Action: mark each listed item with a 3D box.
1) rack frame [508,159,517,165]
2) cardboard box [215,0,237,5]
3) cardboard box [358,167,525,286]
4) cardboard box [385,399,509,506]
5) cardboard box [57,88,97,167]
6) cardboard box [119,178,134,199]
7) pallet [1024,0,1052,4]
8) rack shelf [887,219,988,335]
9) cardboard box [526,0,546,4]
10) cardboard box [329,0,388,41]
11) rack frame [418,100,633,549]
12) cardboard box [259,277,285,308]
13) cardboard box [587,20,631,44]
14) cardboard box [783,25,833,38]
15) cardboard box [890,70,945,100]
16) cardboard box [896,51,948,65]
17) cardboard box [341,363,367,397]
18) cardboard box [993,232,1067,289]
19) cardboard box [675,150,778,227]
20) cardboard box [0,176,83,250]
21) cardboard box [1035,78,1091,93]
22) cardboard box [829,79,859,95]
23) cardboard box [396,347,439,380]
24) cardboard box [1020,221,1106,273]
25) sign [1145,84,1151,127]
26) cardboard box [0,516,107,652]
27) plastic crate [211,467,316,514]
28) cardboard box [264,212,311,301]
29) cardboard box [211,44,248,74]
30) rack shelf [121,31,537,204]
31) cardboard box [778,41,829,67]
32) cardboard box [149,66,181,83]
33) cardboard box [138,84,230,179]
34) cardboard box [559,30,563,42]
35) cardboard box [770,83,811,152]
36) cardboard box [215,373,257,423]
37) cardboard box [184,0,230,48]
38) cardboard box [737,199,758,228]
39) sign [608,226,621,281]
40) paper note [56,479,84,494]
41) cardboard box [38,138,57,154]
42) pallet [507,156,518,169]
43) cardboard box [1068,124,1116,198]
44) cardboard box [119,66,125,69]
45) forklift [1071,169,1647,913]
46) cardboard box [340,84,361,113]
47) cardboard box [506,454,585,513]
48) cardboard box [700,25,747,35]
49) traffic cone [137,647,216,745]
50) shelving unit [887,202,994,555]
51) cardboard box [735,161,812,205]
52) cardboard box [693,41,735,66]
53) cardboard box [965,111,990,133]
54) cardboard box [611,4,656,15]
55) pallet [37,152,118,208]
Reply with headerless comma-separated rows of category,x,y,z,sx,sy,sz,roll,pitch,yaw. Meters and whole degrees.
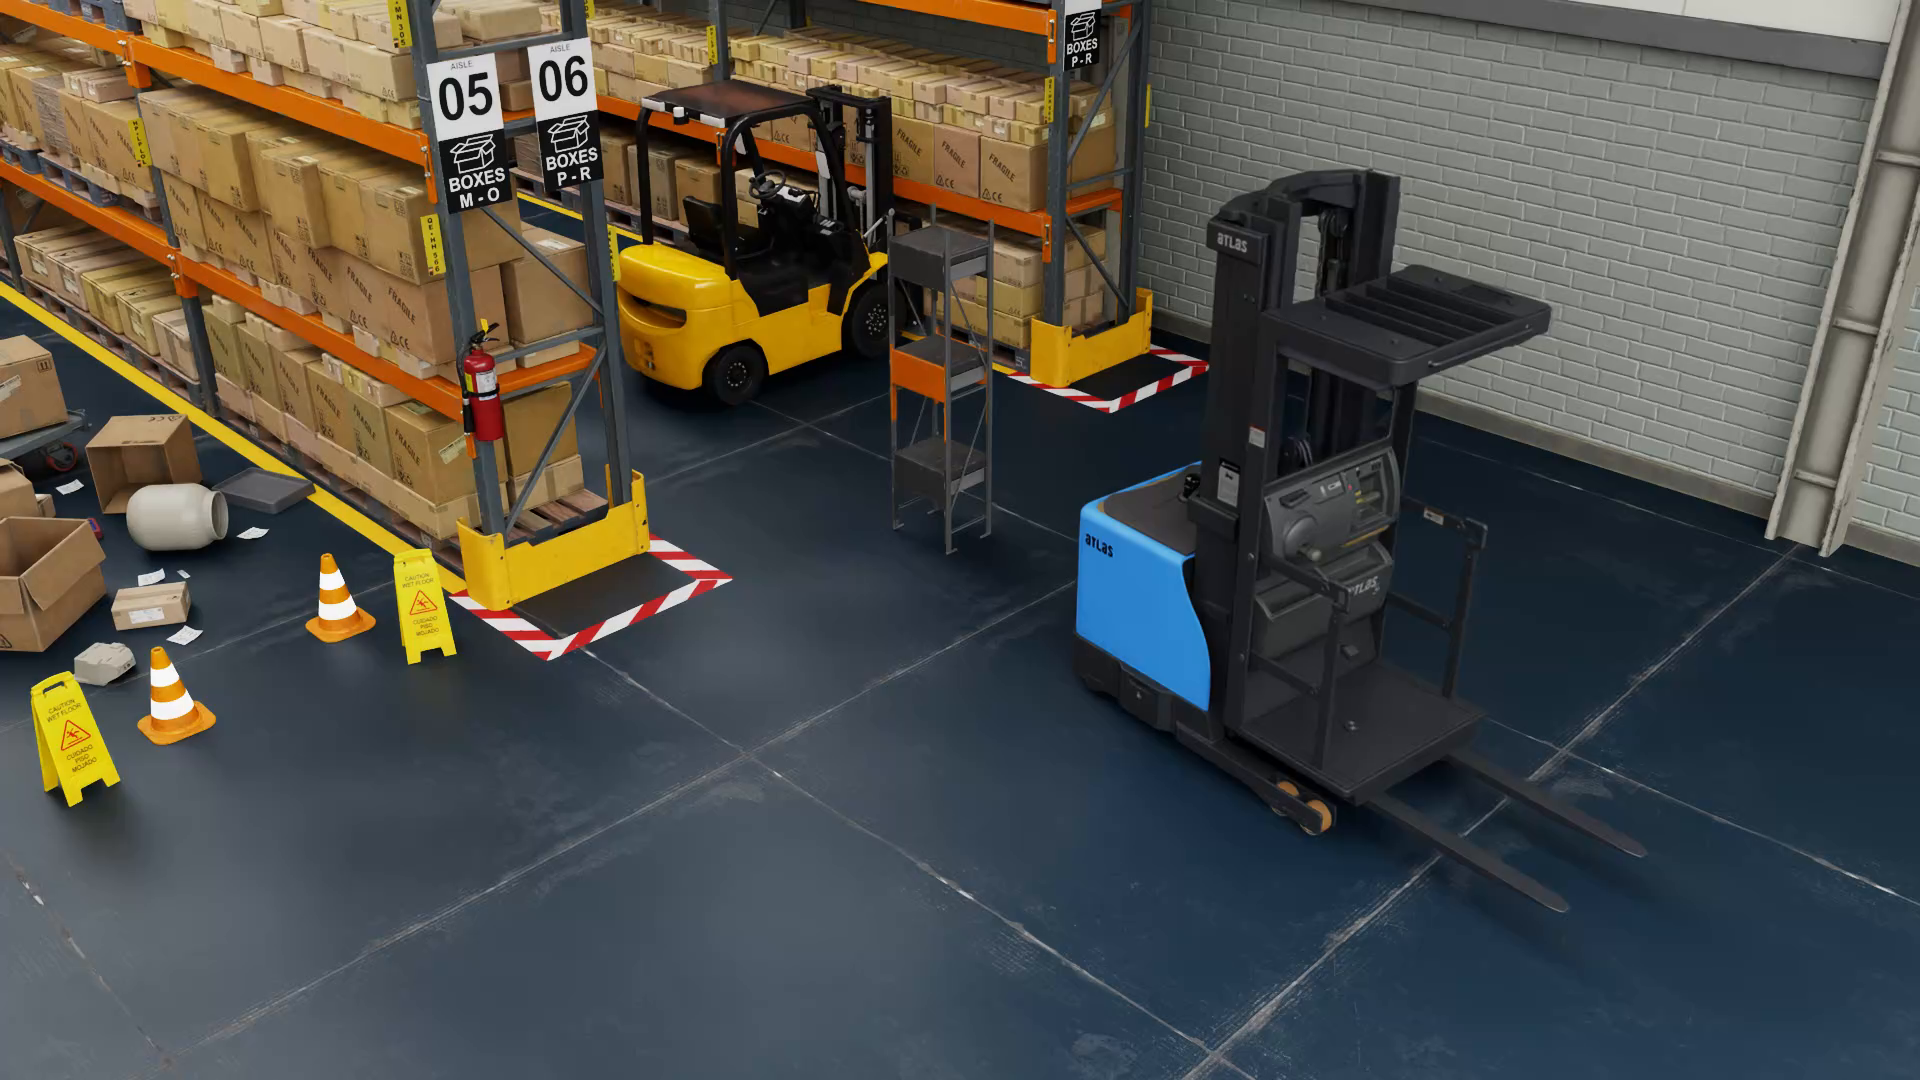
rack frame,-4.661,-5.374,17.740,0.127,3.000,1.000,25,36,38
cardboard box,-4.323,-3.372,10.123,0.250,0.149,0.380,24,36,38
cardboard box,-2.951,-1.828,9.495,0.500,0.500,0.700,24,36,37
cardboard box,-3.187,-0.591,10.341,0.500,0.500,0.500,25,37,39
cardboard box,-6.494,-3.188,12.705,0.500,0.500,0.500,-24,36,-38
cardboard box,-6.022,-2.663,12.403,0.250,0.149,0.380,23,36,37
pallet,0.558,-4.291,12.553,1.213,0.211,1.003,25,36,38
rack shelf,-0.118,-1.591,10.038,0.480,0.518,0.431,25,36,38
cardboard box,-4.449,-5.417,17.017,0.380,0.149,0.250,-24,36,-38
cardboard box,-3.233,-2.871,9.170,0.250,0.149,0.380,24,36,38
rack frame,-2.433,-1.115,9.641,0.127,3.000,1.000,25,36,38
cardboard box,-4.380,-1.679,10.984,0.250,0.149,0.380,25,37,39
cardboard box,-3.383,-4.906,16.045,0.250,0.149,0.380,23,36,37
cardboard box,-1.369,-4.528,15.007,0.250,0.149,0.380,25,36,38
cardboard box,-0.339,-3.657,13.350,0.380,0.149,0.250,-24,36,-38
cardboard box,-0.320,-4.006,14.015,0.380,0.149,0.250,-24,36,-38
cardboard box,-3.673,-1.058,10.533,0.380,0.149,0.250,-25,36,-38
cardboard box,0.497,-2.222,13.174,0.500,0.250,0.500,-24,36,-38
cardboard box,-2.188,-3.370,16.030,0.875,0.625,0.625,-23,36,-37
cardboard box,-8.572,-3.224,15.483,0.875,0.875,0.875,24,36,38
cardboard box,0.809,-3.514,13.080,0.380,0.149,0.250,-24,36,-38
cardboard box,-0.873,-3.781,13.907,0.250,0.149,0.380,23,36,37
cardboard box,-3.108,-1.101,9.883,0.250,0.149,0.380,24,36,38
cardboard box,0.834,-2.394,13.503,0.500,0.250,0.500,24,36,38
sign,1.437,-3.364,12.902,0.005,0.325,0.100,25,36,38
cardboard box,-5.461,0.257,9.714,0.637,0.503,0.797,2,28,4
plastic crate,-4.741,-0.343,11.311,0.583,0.080,0.402,12,30,22
cardboard box,-4.070,-1.877,10.664,0.500,0.500,0.500,-25,37,-39
cardboard box,-4.377,-3.004,10.280,0.250,0.149,0.380,24,36,37
rack shelf,-3.859,-2.777,10.351,4.000,0.370,1.077,25,36,38
cardboard box,-1.351,-4.194,14.372,0.250,0.149,0.380,24,36,37
cardboard box,-6.220,-3.660,12.906,0.380,0.149,0.250,-23,35,-37
cardboard box,-5.124,-2.823,11.388,0.500,0.500,0.700,24,36,38
cardboard box,-3.799,-4.962,16.581,0.500,0.250,0.500,24,36,37
cardboard box,-1.292,-3.717,14.482,0.500,0.500,0.500,-25,36,-38
cardboard box,-5.054,-1.107,12.128,0.500,0.250,0.500,23,35,36
cardboard box,-4.441,-3.246,10.311,0.500,0.250,0.500,-25,37,-39
cardboard box,-1.680,-2.998,15.189,0.500,0.250,0.500,24,36,38
sign,-2.053,-1.678,9.782,0.005,0.325,0.100,25,36,38
paper note,-6.104,-0.367,11.408,0.142,0.019,0.148,25,36,38
cardboard box,-7.287,-3.275,13.567,0.380,0.149,0.250,-23,35,-36
pallet,-5.166,-4.396,18.876,1.213,0.211,1.003,25,36,38
cardboard box,0.886,-3.061,13.235,0.500,0.500,0.500,-24,36,-38
cardboard box,-6.493,-3.523,13.342,0.500,0.500,0.500,23,35,36
forklift,1.928,-0.135,7.850,1.130,2.935,3.031,-20,34,-33
cardboard box,-3.250,-2.523,9.366,0.380,0.149,0.250,-24,36,-38
cardboard box,-2.815,-0.439,10.858,0.500,0.250,0.500,24,36,38
cardboard box,-2.241,-4.773,15.792,0.250,0.149,0.380,24,36,38
traffic cone,-4.180,0.775,8.772,0.334,0.463,0.336,25,36,38
shelving unit,-0.118,-0.983,10.357,0.503,2.100,0.431,25,36,38
cardboard box,-1.683,-3.218,15.069,0.500,0.250,0.500,24,36,38
cardboard box,-2.207,-4.438,15.155,0.380,0.149,0.250,-24,36,-38
cardboard box,0.255,-3.293,12.979,0.380,0.149,0.250,-24,36,-38
cardboard box,-3.288,-5.291,16.779,0.250,0.149,0.380,24,36,38
pallet,-6.698,-3.008,13.447,1.213,0.211,1.003,25,36,38
